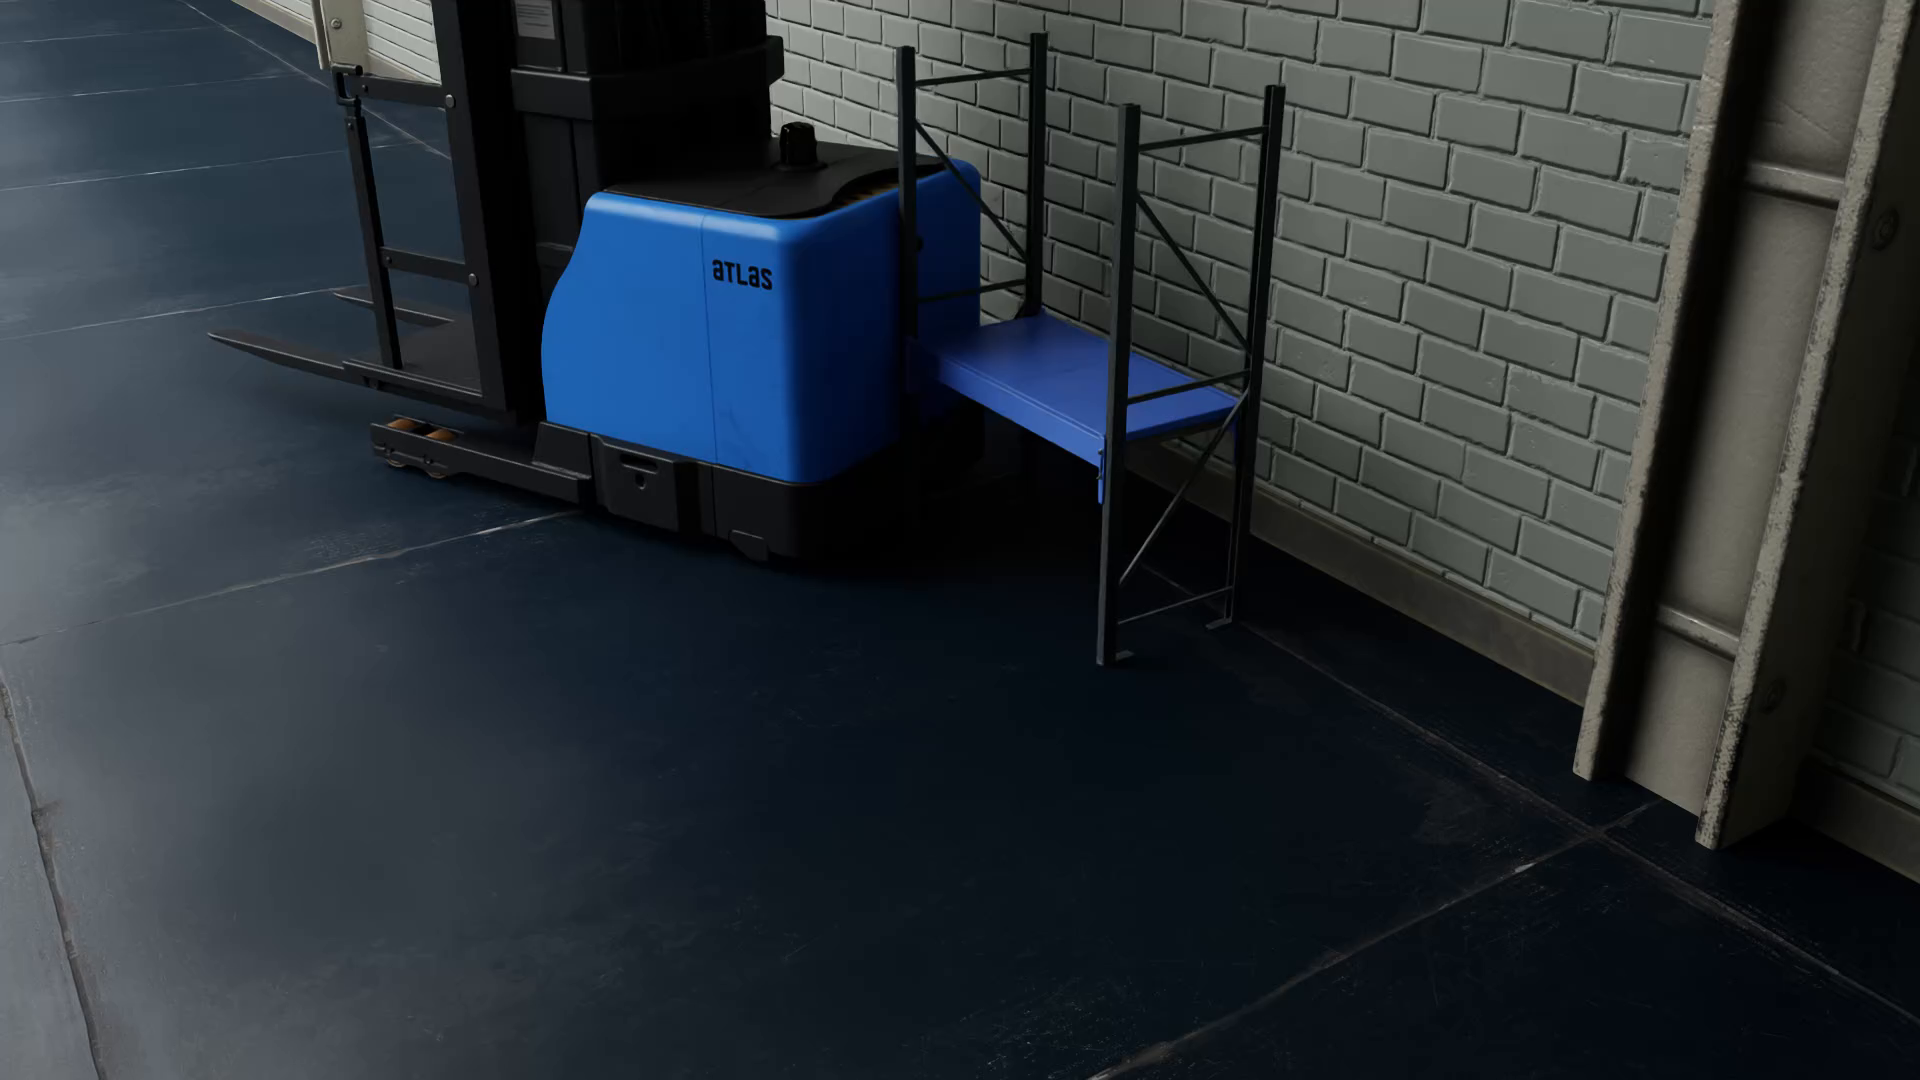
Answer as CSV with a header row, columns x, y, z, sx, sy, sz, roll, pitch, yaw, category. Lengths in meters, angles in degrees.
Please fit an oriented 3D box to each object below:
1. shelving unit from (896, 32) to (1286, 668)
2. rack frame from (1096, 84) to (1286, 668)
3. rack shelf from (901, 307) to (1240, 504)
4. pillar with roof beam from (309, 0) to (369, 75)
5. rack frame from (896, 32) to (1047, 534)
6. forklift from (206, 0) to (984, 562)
x,y,z,sx,sy,sz,roll,pitch,yaw,category
0.315,-0.577,4.716,0.538,1.500,1.048,-15,29,-29,shelving unit
0.590,-0.395,4.329,0.500,1.500,0.032,-15,29,-29,rack frame
0.315,-0.414,4.793,0.538,0.185,1.000,-15,29,-29,rack shelf
-8.430,-6.760,9.029,9.100,9.000,0.400,-16,29,-30,pillar with roof beam
0.039,-0.760,5.102,0.500,1.500,0.032,-15,29,-29,rack frame
-1.446,-1.711,5.441,3.031,2.935,1.130,14,29,28,forklift
